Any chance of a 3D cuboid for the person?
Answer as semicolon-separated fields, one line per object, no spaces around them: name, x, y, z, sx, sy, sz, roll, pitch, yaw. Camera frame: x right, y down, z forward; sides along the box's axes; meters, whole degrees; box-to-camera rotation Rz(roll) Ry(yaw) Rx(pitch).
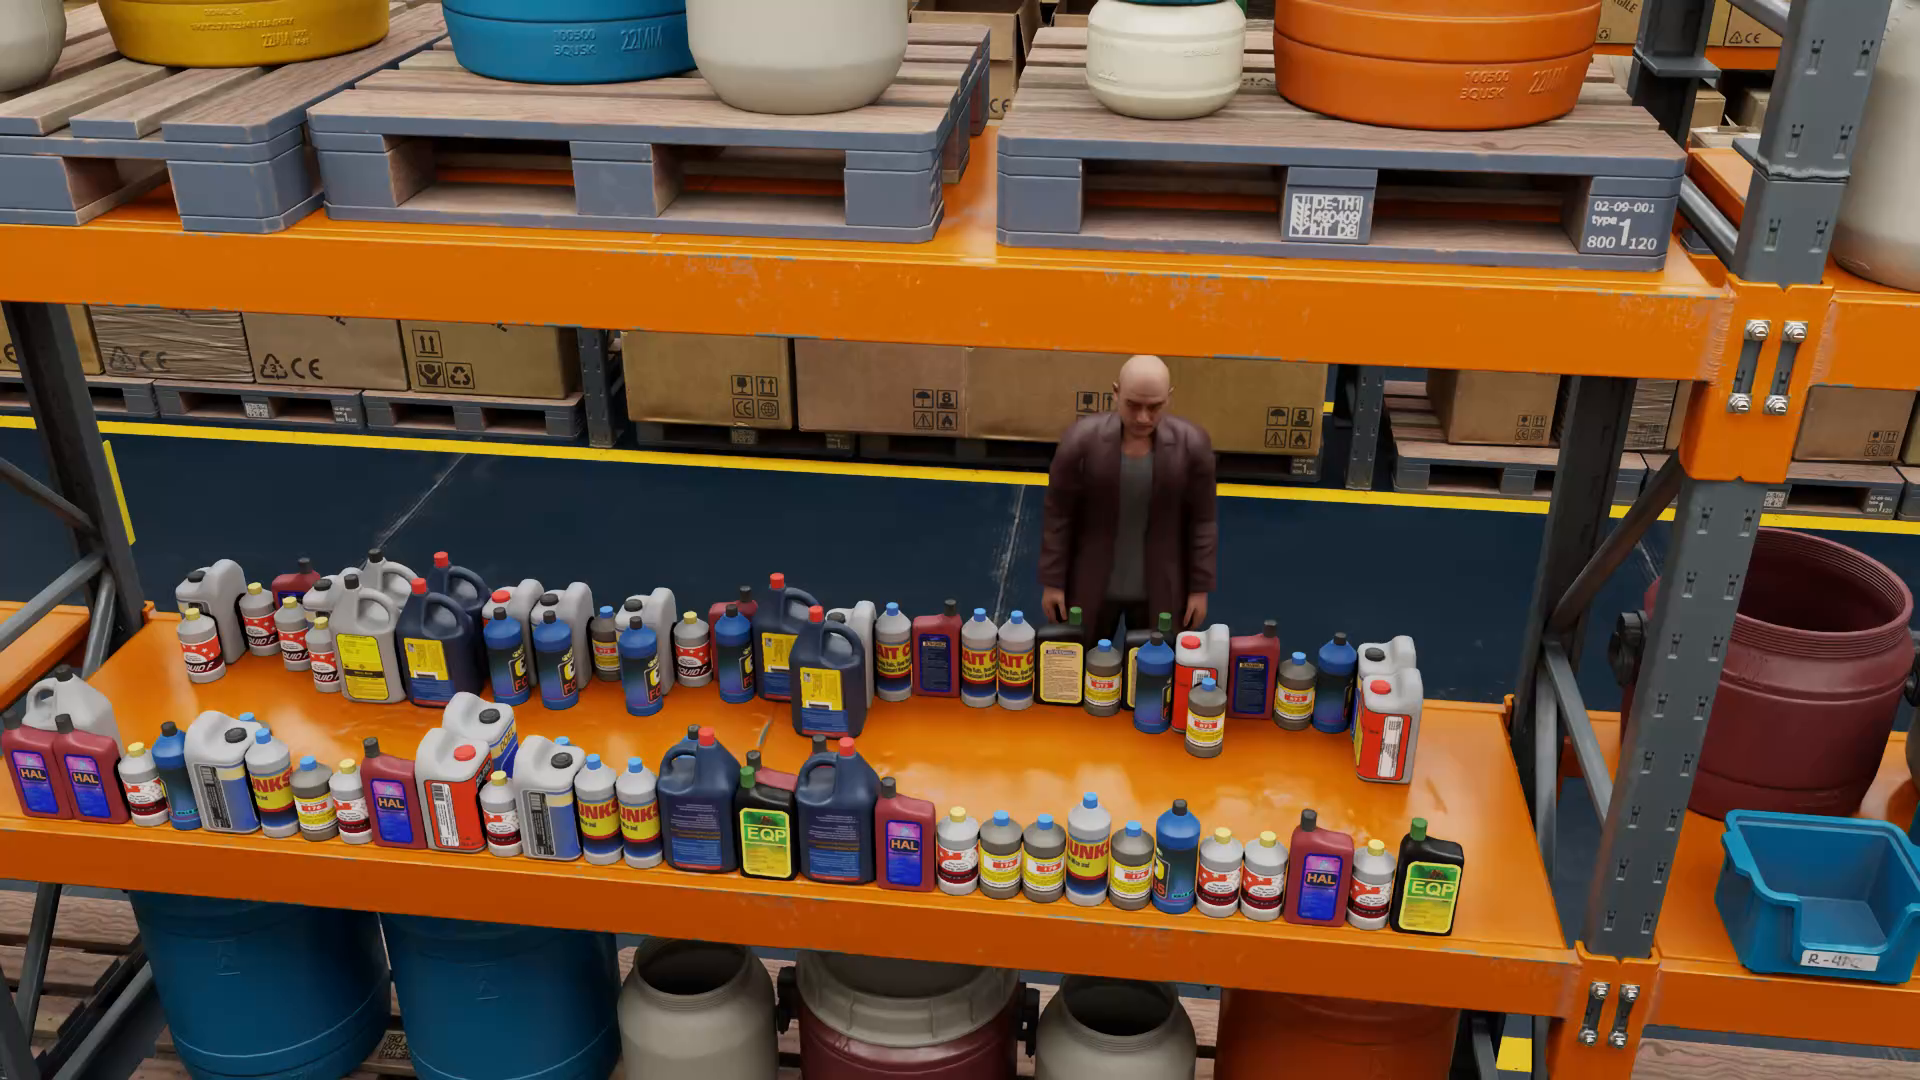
person;0.581;0.169;5.821;0.631;1.773;0.427;2;28;4
